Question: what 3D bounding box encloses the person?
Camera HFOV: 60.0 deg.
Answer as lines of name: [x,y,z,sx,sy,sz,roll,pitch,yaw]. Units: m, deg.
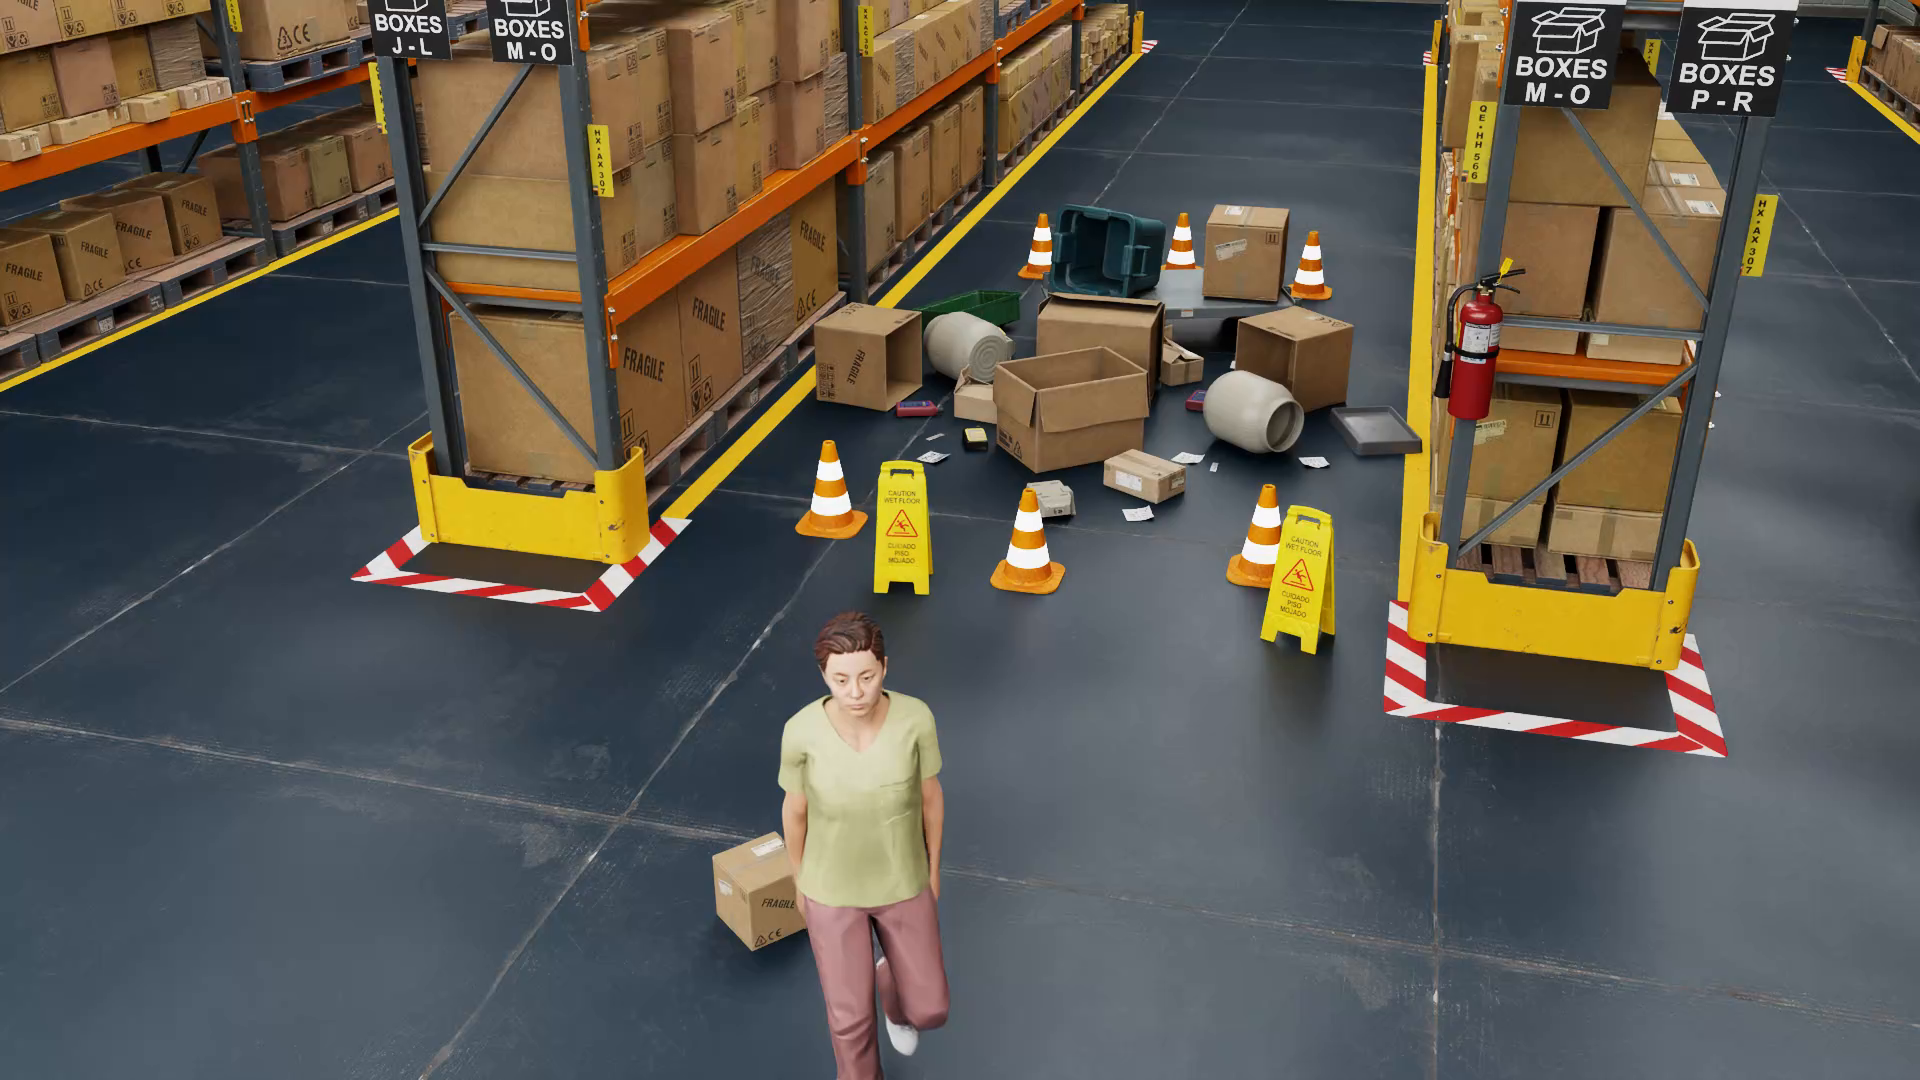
person: [-0.265,0.930,4.604,0.446,1.657,0.583,-4,26,-9]
